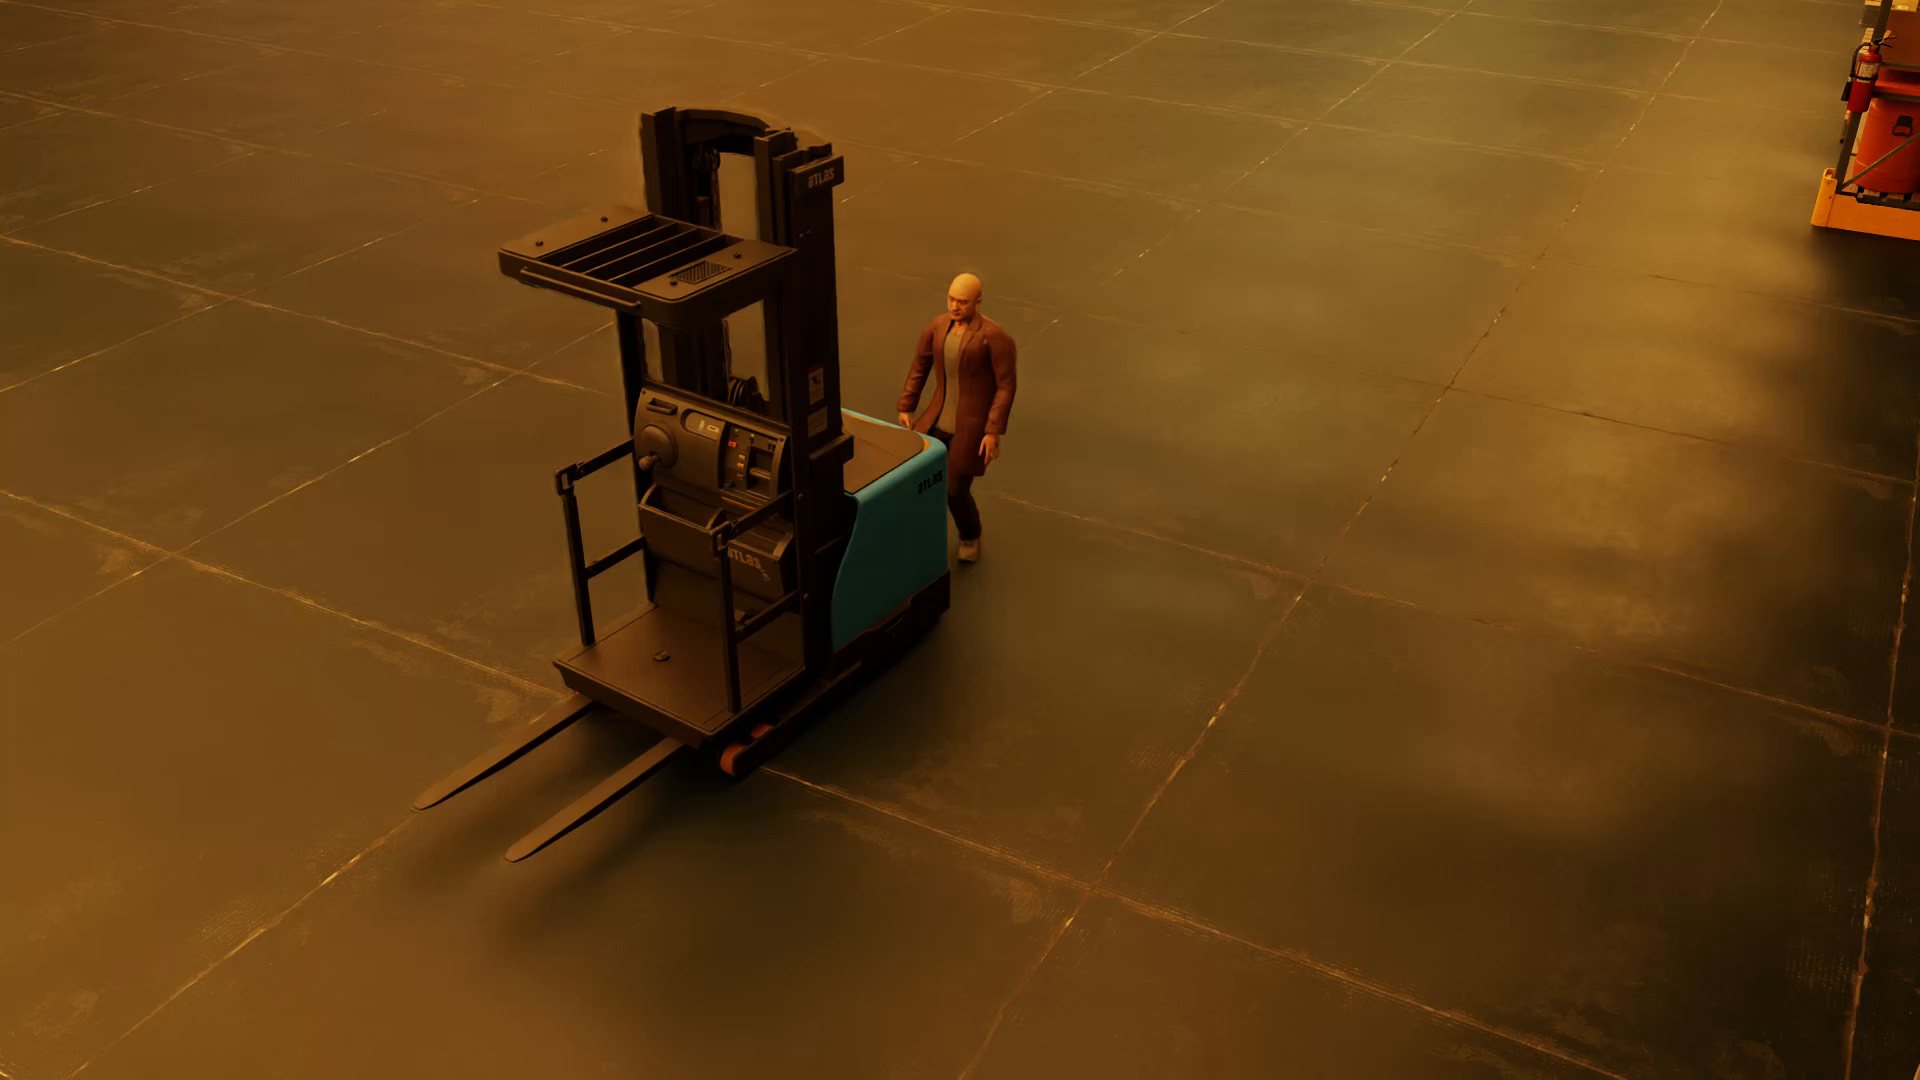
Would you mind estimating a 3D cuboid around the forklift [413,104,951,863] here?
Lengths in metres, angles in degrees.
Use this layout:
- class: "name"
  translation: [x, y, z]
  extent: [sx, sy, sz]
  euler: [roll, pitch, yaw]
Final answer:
- class: "forklift"
  translation: [-1.317, -0.402, 7.768]
  extent: [1.130, 2.935, 3.031]
  euler: [20, 35, 30]

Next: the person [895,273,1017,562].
- class: "person"
  translation: [-0.099, -0.628, 9.375]
  extent: [0.758, 1.734, 0.693]
  euler: [22, 37, 33]
